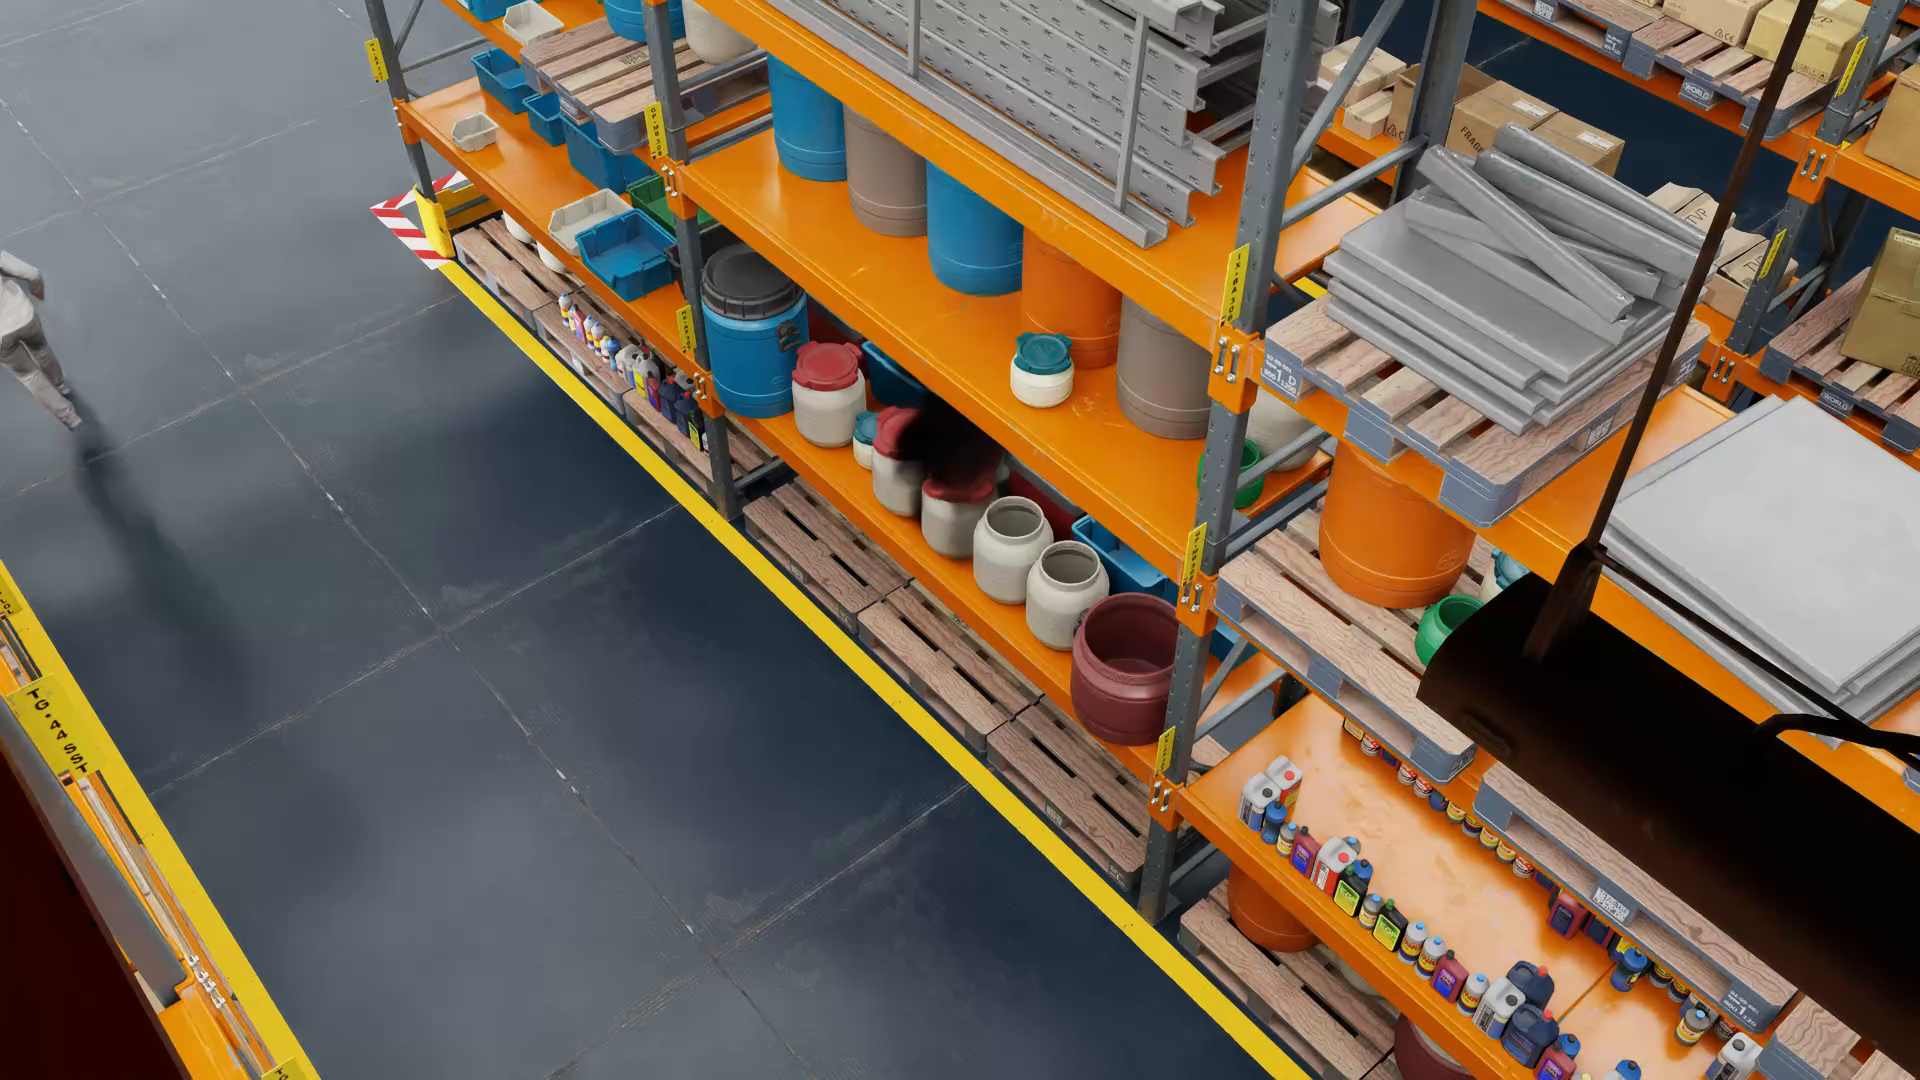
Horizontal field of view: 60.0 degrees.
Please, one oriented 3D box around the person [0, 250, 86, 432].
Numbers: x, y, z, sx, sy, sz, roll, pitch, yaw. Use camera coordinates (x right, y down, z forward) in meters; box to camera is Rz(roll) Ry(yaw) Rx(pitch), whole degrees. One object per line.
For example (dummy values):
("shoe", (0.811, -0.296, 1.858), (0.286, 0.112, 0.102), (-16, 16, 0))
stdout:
("person", (-6.418, -1.430, 11.130), (0.685, 1.763, 0.916), (-35, 56, -29))
